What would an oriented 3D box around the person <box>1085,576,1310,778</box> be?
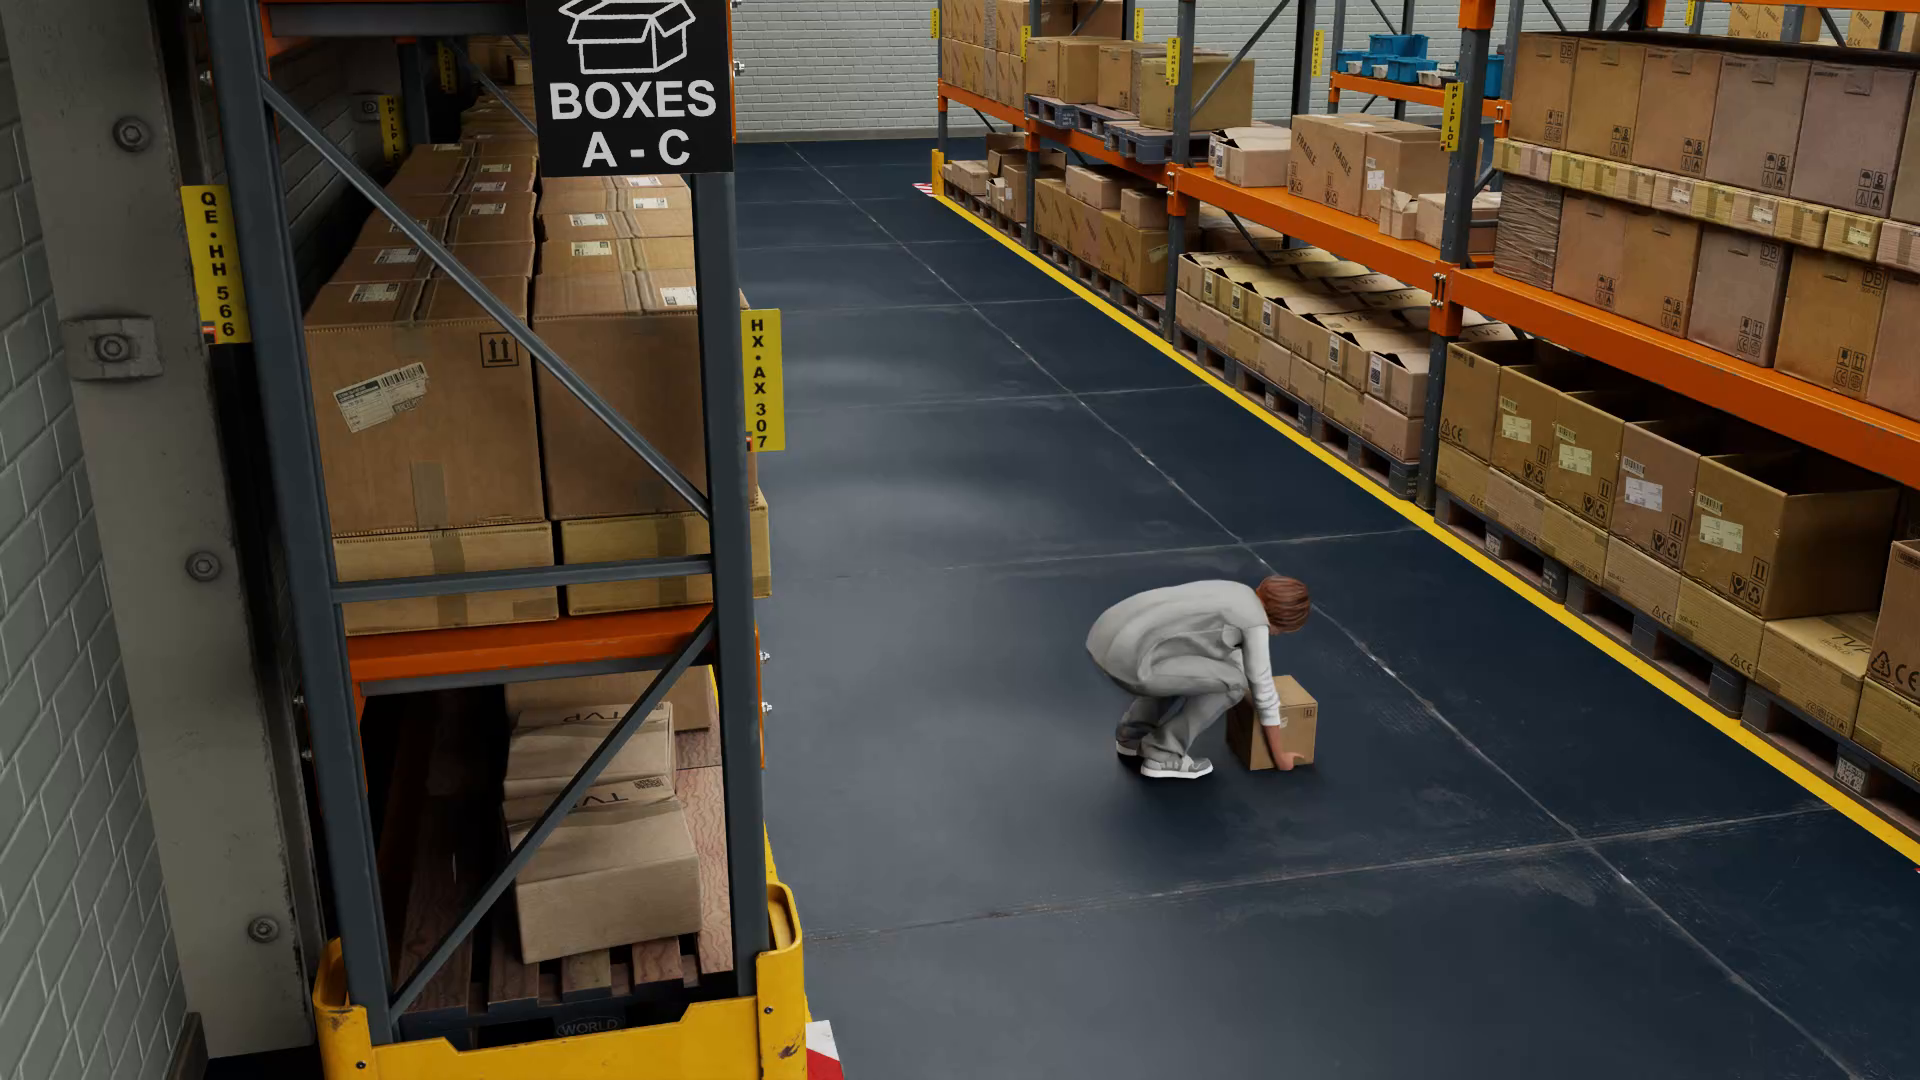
[{"bbox_3d":[0.872,0.499,6.068,0.864,0.703,0.417,-5,21,-14],"label":"person"}]
